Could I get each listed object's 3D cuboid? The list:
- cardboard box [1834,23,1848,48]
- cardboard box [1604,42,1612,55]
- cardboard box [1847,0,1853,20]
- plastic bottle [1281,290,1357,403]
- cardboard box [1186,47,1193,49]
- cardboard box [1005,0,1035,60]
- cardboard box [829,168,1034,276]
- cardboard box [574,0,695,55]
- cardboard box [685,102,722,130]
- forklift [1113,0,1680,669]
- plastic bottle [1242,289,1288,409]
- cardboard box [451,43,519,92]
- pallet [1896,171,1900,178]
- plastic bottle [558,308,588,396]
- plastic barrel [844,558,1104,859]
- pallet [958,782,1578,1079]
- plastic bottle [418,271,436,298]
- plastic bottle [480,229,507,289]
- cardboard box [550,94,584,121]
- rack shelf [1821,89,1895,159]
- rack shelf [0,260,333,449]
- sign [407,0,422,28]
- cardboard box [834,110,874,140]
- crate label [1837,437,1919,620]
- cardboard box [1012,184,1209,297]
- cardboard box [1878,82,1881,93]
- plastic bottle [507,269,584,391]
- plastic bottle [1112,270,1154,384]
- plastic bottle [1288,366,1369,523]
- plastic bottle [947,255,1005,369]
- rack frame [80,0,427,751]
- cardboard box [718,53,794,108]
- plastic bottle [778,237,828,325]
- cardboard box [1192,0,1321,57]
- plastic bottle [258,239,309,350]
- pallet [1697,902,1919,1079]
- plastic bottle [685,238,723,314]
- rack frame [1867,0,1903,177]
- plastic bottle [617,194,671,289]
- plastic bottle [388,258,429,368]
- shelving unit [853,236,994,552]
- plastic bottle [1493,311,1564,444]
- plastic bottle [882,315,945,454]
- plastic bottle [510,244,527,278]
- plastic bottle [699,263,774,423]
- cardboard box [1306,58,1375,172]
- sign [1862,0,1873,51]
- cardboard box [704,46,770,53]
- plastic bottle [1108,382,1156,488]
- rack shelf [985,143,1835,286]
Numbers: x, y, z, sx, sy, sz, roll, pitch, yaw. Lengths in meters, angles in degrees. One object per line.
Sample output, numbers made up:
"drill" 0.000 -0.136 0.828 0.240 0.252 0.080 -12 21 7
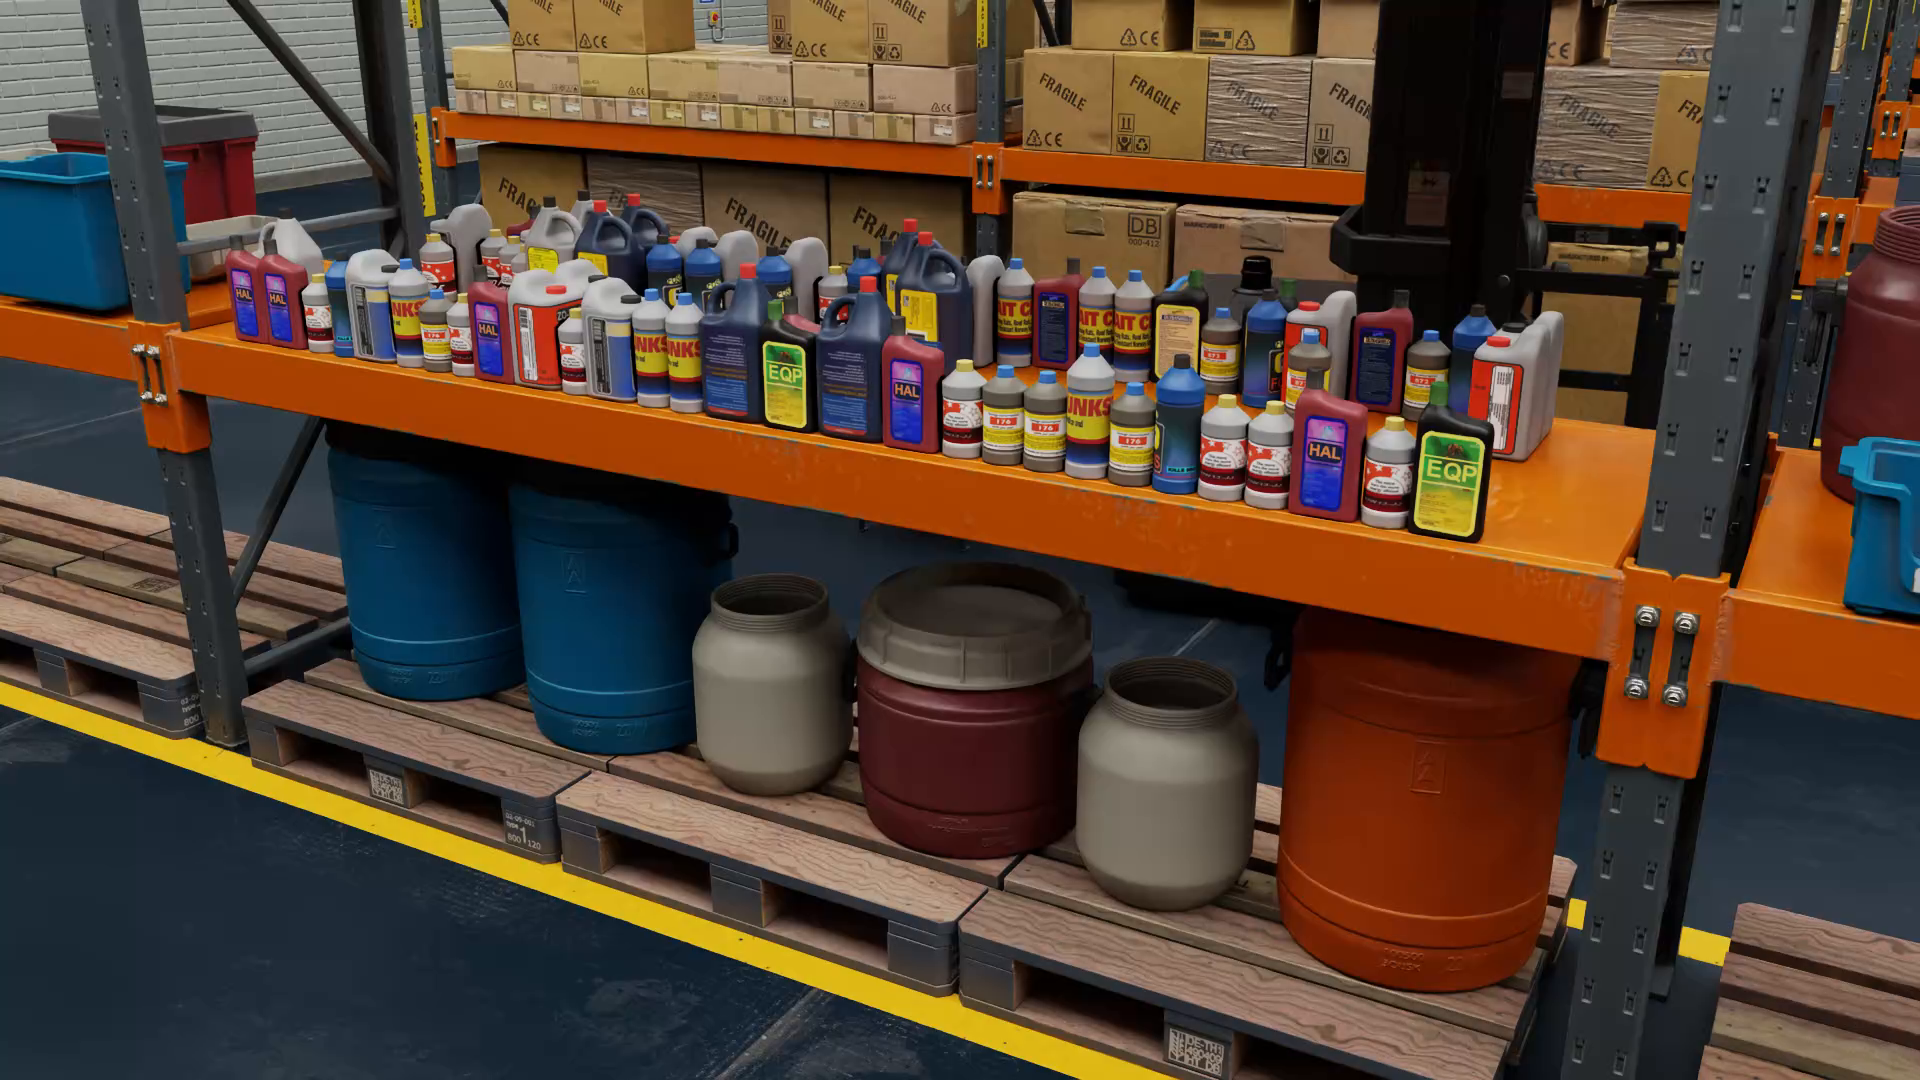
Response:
"cardboard box" 5.729 -3.358 11.040 0.250 0.149 0.380 11 23 28
"cardboard box" 4.610 -3.432 11.679 0.250 0.149 0.380 12 23 29
"cardboard box" 6.069 -3.686 11.509 0.250 0.149 0.380 11 23 27
"plastic bottle" 0.835 -0.445 3.874 0.135 0.276 0.152 11 23 27
"cardboard box" 1.353 -2.364 8.836 0.500 0.500 0.500 12 23 29
"cardboard box" 0.089 -2.975 9.353 0.500 0.500 0.500 11 23 27
"cardboard box" -0.154 -1.730 9.735 0.875 0.875 0.875 11 23 27
"cardboard box" -1.930 -3.157 9.853 0.500 0.500 0.500 10 22 26
"cardboard box" -1.387 -2.489 9.696 0.250 0.149 0.380 11 23 28
"forklift" 2.147 -1.133 5.689 3.031 2.935 1.130 7 21 18
"plastic bottle" 0.718 -0.452 3.901 0.097 0.271 0.097 0 20 0
"cardboard box" -2.822 -2.972 10.443 0.500 0.250 0.500 10 22 26
"pallet" 9.389 -3.241 15.491 1.213 0.211 1.003 11 23 27
"plastic bottle" -0.918 -0.458 4.020 0.097 0.201 0.097 0 20 0
"plastic barrel" 0.038 0.414 4.245 0.708 0.588 0.600 11 23 27
"pallet" 0.751 0.934 3.980 1.213 0.211 1.003 11 23 27
"plastic bottle" -1.450 -0.619 4.463 0.097 0.201 0.097 0 20 0
"plastic bottle" -1.416 -0.849 5.099 0.097 0.201 0.097 0 20 0
"cardboard box" -2.284 -2.660 10.167 0.250 0.149 0.380 10 22 26
"rack shelf" 4.636 -3.187 12.306 4.000 0.370 1.077 11 23 27
"rack shelf" -3.779 -0.918 6.051 4.000 0.370 1.077 11 23 27
"sign" -3.385 -3.343 10.296 0.005 0.325 0.100 11 23 27
"cardboard box" -0.492 -2.318 9.226 0.250 0.149 0.380 10 22 26
"crate label" 1.644 0.002 2.705 0.416 0.233 0.303 11 23 27
"cardboard box" 0.951 -1.496 9.090 0.875 0.875 1.225 11 23 27
"cardboard box" 10.651 -5.190 19.823 0.500 0.500 0.500 12 23 29
"plastic bottle" -1.006 -0.520 4.083 0.135 0.276 0.152 11 23 27
"plastic bottle" 0.430 -0.531 4.118 0.097 0.271 0.097 0 20 0
"plastic bottle" 0.697 -0.182 3.138 0.133 0.283 0.061 11 23 27
"plastic bottle" 0.028 -0.598 4.298 0.135 0.276 0.152 11 23 27
"rack frame" -2.033 -0.923 5.011 0.127 3.000 1.000 11 23 27
"cardboard box" -1.029 -2.632 9.507 0.500 0.250 0.500 11 23 28
"plastic bottle" -0.452 -0.690 4.550 0.135 0.276 0.152 11 23 27
"cardboard box" 1.538 -2.695 8.278 0.637 0.503 0.797 11 23 28
"plastic bottle" -1.804 -0.658 4.452 0.133 0.283 0.061 11 23 27
"pallet" 2.117 1.193 3.266 1.213 0.211 1.003 11 23 27
"plastic bottle" -0.699 -0.686 4.547 0.097 0.271 0.097 0 20 0
"rack frame" 8.708 -4.683 15.375 0.127 3.000 1.000 11 23 27
"plastic bottle" -0.909 -0.814 4.782 0.185 0.351 0.144 11 23 27
"plastic bottle" -1.407 -0.584 4.265 0.097 0.271 0.097 0 20 0
"shelving unit" -0.145 -0.592 6.736 0.503 1.200 0.258 11 23 27
"plastic bottle" 1.239 -0.368 3.662 0.135 0.276 0.152 11 23 27
"plastic bottle" -0.100 -0.333 3.557 0.133 0.283 0.061 11 23 27
"plastic bottle" -1.257 -0.759 4.851 0.097 0.201 0.097 0 20 0
"plastic bottle" -0.496 -0.457 3.798 0.185 0.351 0.144 11 23 27
"cardboard box" 1.992 -2.043 7.951 0.500 0.500 0.500 11 23 28
"sign" 3.607 -2.111 6.588 0.005 0.325 0.100 11 23 27
"cardboard box" -1.213 -2.876 10.179 0.500 0.250 0.500 11 23 27
"plastic bottle" 0.350 -0.216 3.354 0.097 0.201 0.097 0 20 0
"rack shelf" 2.129 -1.727 8.282 4.000 0.370 1.077 11 23 27
